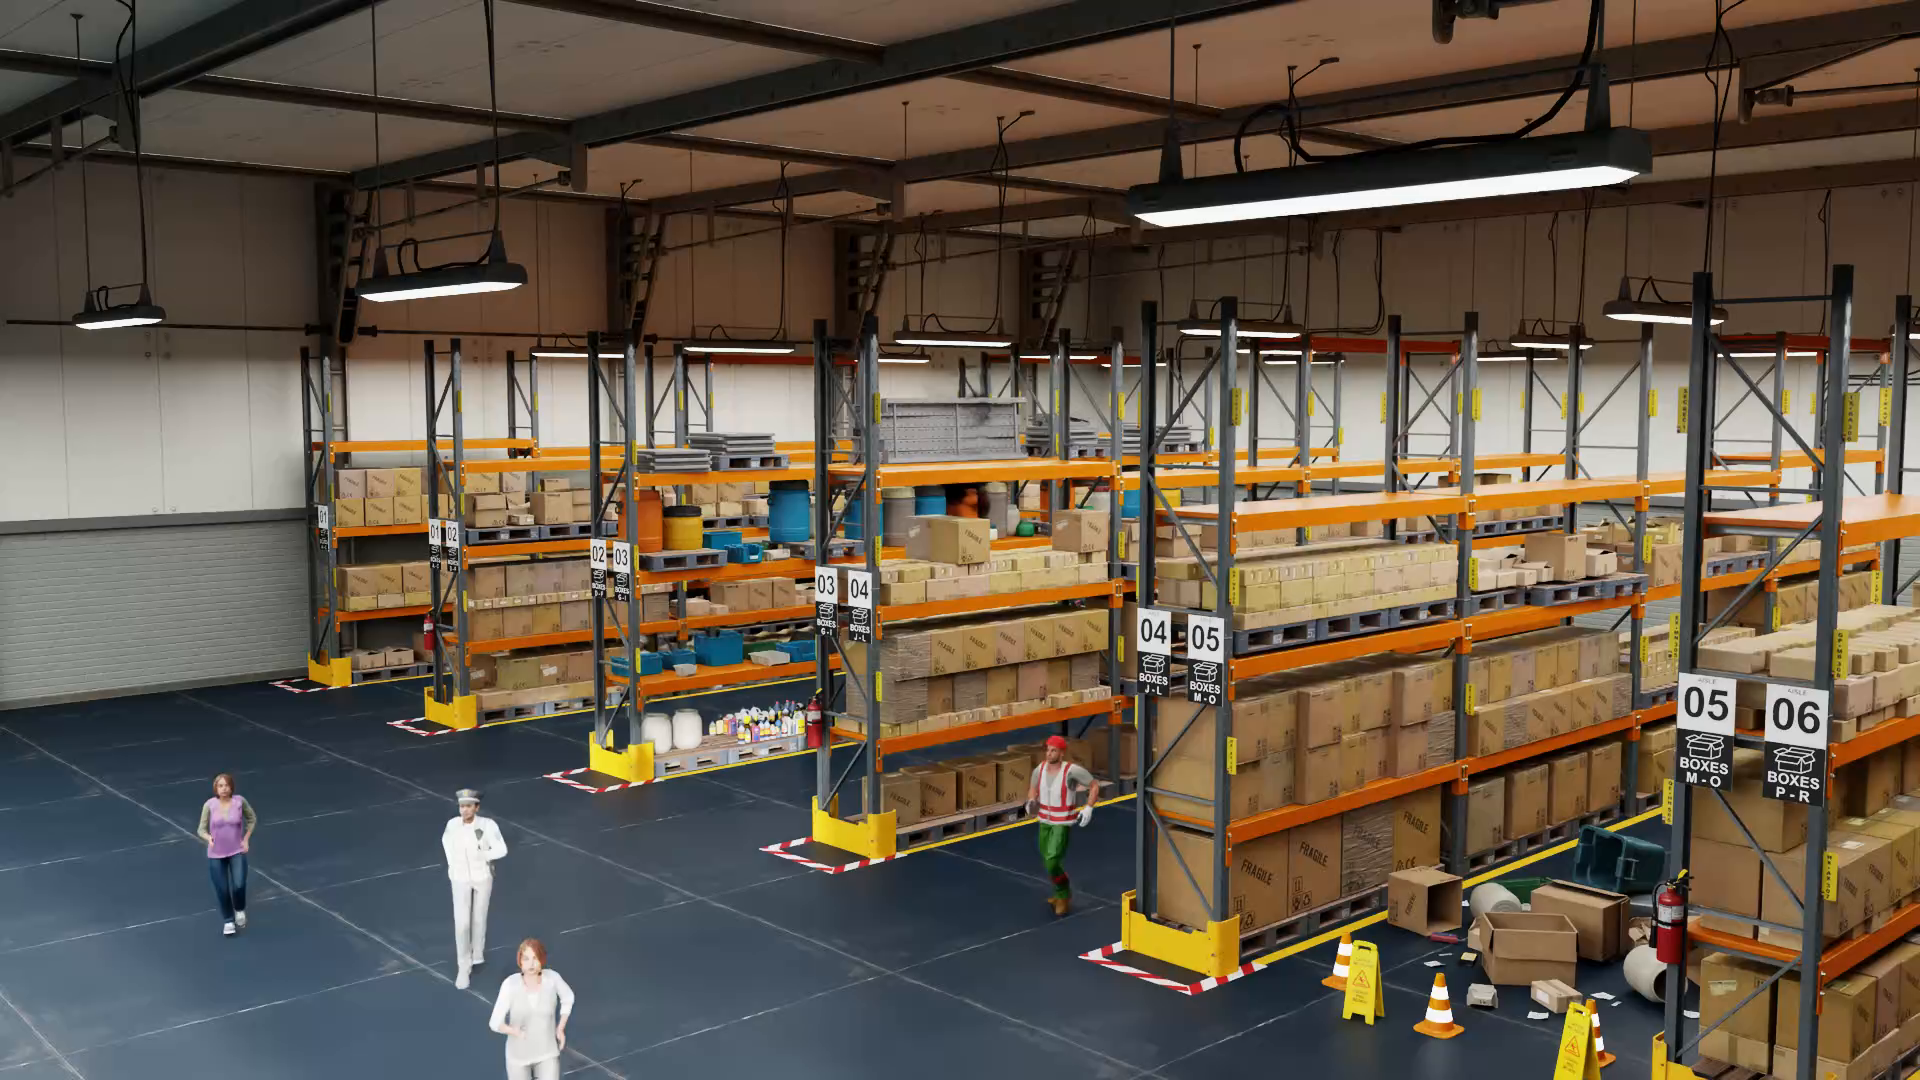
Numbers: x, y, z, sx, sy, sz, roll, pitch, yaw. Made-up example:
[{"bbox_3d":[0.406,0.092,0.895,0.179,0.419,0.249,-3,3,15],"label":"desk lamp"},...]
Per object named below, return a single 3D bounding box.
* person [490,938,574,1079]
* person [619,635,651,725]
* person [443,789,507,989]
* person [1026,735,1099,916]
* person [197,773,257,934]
[{"bbox_3d":[-2.787,3.393,10.866,0.539,1.581,0.833,-1,5,-15],"label":"person"},{"bbox_3d":[-4.696,2.186,24.364,0.573,1.644,0.590,-5,7,-42],"label":"person"},{"bbox_3d":[-4.293,3.044,14.714,0.579,1.761,0.736,-1,5,-10],"label":"person"},{"bbox_3d":[0.959,2.837,16.511,0.690,1.805,0.697,4,6,38],"label":"person"},{"bbox_3d":[-6.942,2.995,15.769,0.518,1.558,0.548,-2,5,-22],"label":"person"}]
